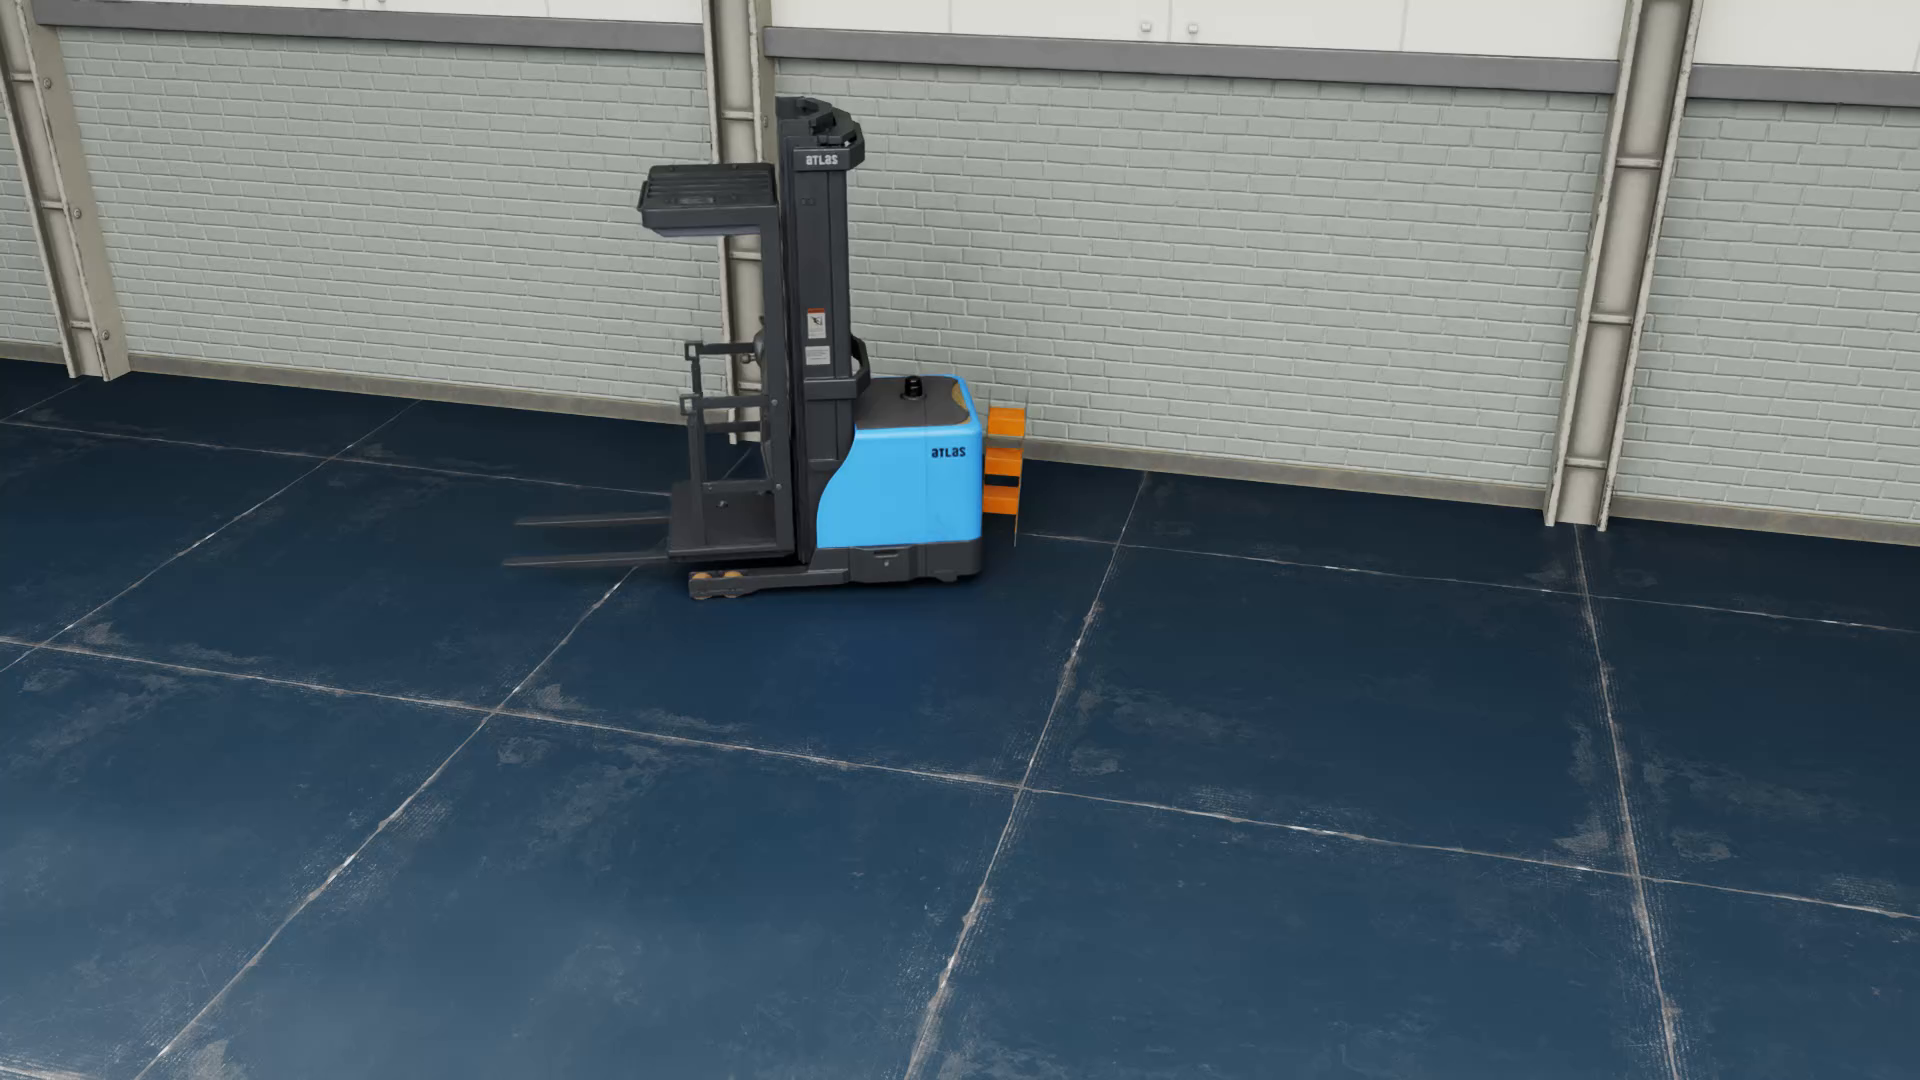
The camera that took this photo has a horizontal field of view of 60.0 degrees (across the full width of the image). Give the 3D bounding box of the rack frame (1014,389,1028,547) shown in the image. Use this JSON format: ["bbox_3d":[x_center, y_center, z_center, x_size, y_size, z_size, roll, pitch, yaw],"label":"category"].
[{"bbox_3d":[0.405,-0.469,11.016,0.008,1.050,0.200,4,26,1],"label":"rack frame"}]

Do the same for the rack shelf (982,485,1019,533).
[{"bbox_3d":[0.265,-0.219,11.142,0.240,0.259,0.215,4,26,1],"label":"rack shelf"}]

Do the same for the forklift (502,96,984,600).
[{"bbox_3d":[-1.405,-1.186,10.332,3.031,2.935,1.130,-3,26,-6],"label":"forklift"}]

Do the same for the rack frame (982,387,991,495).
[{"bbox_3d":[0.162,-0.488,11.019,0.008,1.050,0.200,4,26,1],"label":"rack frame"}]

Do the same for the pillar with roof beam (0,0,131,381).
[{"bbox_3d":[-8.430,-3.699,8.551,0.400,9.000,9.100,6,26,13],"label":"pillar with roof beam"}]

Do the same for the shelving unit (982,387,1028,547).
[{"bbox_3d":[0.283,-0.479,11.017,0.252,1.050,0.215,4,26,1],"label":"shelving unit"}]

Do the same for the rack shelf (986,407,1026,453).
[{"bbox_3d":[0.300,-0.725,10.899,0.240,0.259,0.215,4,26,1],"label":"rack shelf"}]

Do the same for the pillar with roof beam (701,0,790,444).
[{"bbox_3d":[-2.619,-3.057,7.202,0.400,9.000,9.100,6,26,13],"label":"pillar with roof beam"}]

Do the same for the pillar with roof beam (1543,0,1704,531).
[{"bbox_3d":[3.192,-2.415,5.853,0.400,9.000,9.100,6,26,13],"label":"pillar with roof beam"}]

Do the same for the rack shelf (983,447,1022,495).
[{"bbox_3d":[0.283,-0.469,11.022,0.240,0.259,0.215,4,26,1],"label":"rack shelf"}]
